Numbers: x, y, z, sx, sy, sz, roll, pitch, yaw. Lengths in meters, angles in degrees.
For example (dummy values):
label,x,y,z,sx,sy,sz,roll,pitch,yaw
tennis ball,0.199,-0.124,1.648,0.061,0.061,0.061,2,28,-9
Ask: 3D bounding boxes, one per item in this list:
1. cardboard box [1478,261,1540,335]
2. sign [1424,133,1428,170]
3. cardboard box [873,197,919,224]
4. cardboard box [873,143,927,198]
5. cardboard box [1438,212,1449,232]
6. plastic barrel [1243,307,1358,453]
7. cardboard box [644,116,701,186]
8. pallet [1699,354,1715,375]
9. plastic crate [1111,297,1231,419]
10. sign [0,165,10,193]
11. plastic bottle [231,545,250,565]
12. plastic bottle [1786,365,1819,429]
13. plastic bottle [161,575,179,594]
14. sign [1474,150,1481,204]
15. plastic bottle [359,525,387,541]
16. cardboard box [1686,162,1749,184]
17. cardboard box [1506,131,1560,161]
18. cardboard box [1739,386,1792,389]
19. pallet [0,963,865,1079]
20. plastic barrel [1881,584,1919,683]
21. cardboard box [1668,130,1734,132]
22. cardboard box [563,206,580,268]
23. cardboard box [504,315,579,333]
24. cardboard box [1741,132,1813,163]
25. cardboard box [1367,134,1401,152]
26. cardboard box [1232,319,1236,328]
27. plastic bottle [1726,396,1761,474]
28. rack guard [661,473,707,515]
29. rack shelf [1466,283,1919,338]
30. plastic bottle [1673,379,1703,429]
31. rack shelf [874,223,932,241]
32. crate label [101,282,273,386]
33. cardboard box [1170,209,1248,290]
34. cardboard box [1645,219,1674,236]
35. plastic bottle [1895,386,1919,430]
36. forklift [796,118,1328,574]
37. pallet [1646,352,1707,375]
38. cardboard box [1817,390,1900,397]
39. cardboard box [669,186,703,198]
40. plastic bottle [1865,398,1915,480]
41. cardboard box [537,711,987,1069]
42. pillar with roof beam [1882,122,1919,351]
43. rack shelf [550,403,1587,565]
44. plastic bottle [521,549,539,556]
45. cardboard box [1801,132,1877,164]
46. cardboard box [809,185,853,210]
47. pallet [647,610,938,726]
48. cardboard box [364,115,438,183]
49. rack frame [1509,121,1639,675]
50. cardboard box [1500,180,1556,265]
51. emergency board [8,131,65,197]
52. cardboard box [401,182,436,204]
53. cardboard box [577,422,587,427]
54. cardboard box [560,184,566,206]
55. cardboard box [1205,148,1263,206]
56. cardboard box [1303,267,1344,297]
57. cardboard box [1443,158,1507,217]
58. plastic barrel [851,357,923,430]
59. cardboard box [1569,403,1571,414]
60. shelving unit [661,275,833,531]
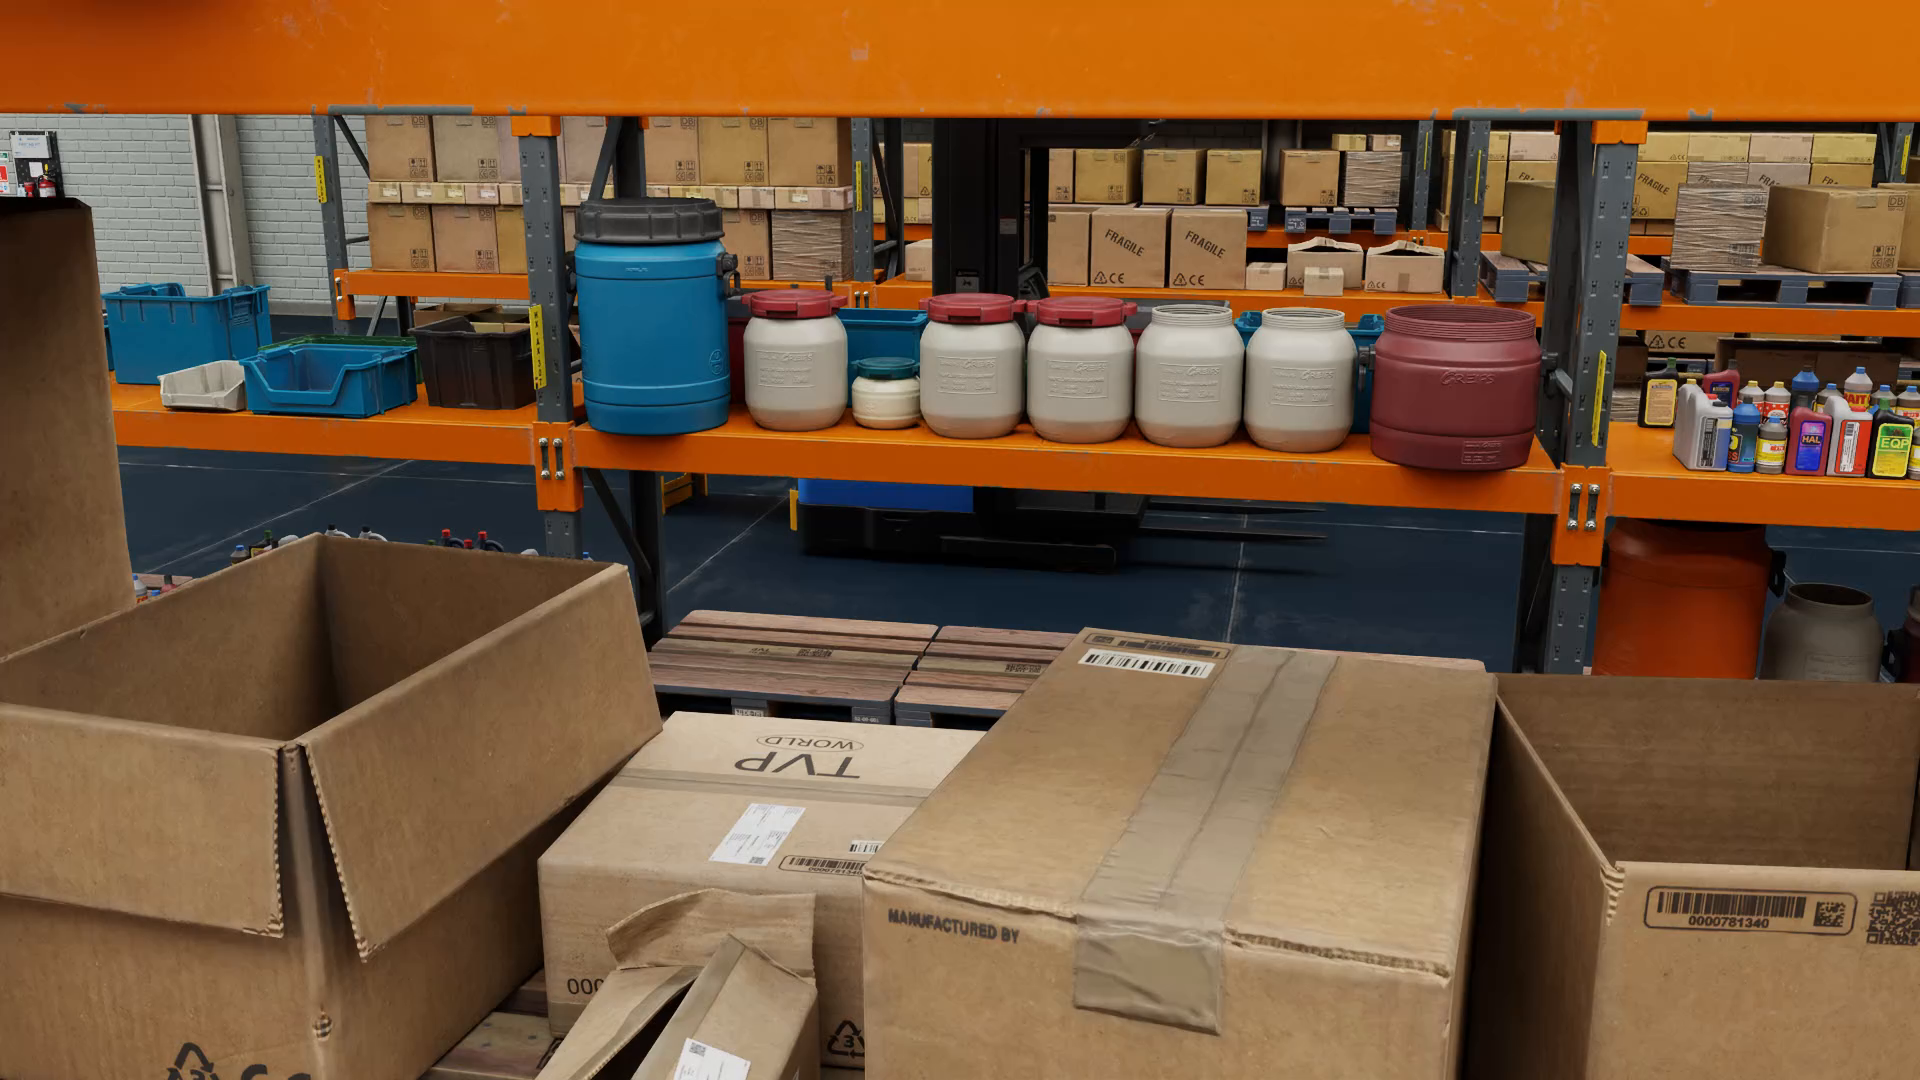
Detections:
label,x,y,z,sx,sy,sz,roll,pitch,yaw
cardboard box,5.026,-2.250,15.737,0.750,0.750,0.750,3,16,10
sign,4.233,-3.535,15.113,0.005,0.325,0.100,3,16,11
cardboard box,-0.599,-3.282,16.465,0.500,0.250,0.500,3,16,11
cardboard box,-0.603,-3.638,16.345,0.500,0.500,0.500,3,16,11
cardboard box,4.608,-2.968,15.520,0.250,0.149,0.380,3,16,10
plastic barrel,1.307,-0.618,6.396,0.421,0.512,0.421,0,15,0
cardboard box,-1.994,-2.823,11.945,0.500,0.500,0.700,3,16,11
pallet,7.480,-1.622,15.452,1.213,0.211,1.003,3,16,11
plastic crate,0.835,-0.762,7.006,0.583,0.464,0.402,3,16,11
sign,-11.464,-4.306,19.851,0.234,0.329,0.001,3,16,11
plastic bottle,-3.595,0.128,8.327,0.097,0.201,0.097,0,15,0
plastic bottle,3.365,-0.560,6.636,0.097,0.271,0.097,0,15,0
plastic bottle,-3.549,0.301,7.552,0.133,0.283,0.061,3,16,12
sign,3.241,-2.274,10.413,0.005,0.325,0.100,3,16,11
plastic bottle,-2.872,0.102,8.143,0.185,0.351,0.144,3,16,11
cardboard box,6.757,-3.158,14.991,0.500,0.500,0.500,3,16,11
cardboard box,5.252,-3.600,15.182,0.500,0.250,0.500,3,16,10
cardboard box,5.334,-0.826,11.214,0.500,0.500,0.500,3,16,9
pallet,-0.577,0.728,2.104,1.213,0.211,1.003,3,16,11
plastic barrel,3.947,0.476,6.386,0.708,0.588,0.600,3,16,11
cardboard box,6.846,-3.651,15.367,0.500,0.250,0.500,3,16,9
cardboard box,-2.519,-2.225,12.218,0.500,0.500,0.700,4,16,13
cardboard box,-3.027,-1.389,12.348,0.500,0.500,0.500,3,16,11
cardboard box,7.244,-3.495,14.802,0.500,0.250,0.500,3,16,12
cardboard box,3.988,-3.741,15.650,0.250,0.149,0.380,1,16,4
cardboard box,2.642,-2.266,16.412,0.500,0.500,0.700,3,16,11
plastic bottle,2.825,-0.383,5.995,0.097,0.271,0.097,0,15,0
rack guard,-1.822,-0.351,10.793,0.087,0.250,0.587,6,17,21
rack shelf,5.308,-1.408,10.804,4.000,0.370,1.077,3,16,11
plastic bottle,2.948,-0.549,6.727,0.097,0.201,0.097,0,15,0
rack shelf,-1.548,-3.130,17.019,4.000,0.370,1.077,3,16,11
crate label,-3.624,-0.981,7.848,0.616,0.435,0.502,3,16,11
cardboard box,1.701,-1.994,11.385,0.500,0.500,0.500,2,16,8
cardboard box,6.370,-2.873,15.178,0.250,0.149,0.380,4,16,13
plastic bottle,3.747,-0.506,6.571,0.097,0.201,0.097,0,15,0
forklift,0.617,-1.379,9.480,3.031,2.935,1.130,3,16,11
pallet,6.281,-1.686,15.684,1.213,0.211,1.003,3,16,11
cardboard box,5.753,-0.662,10.622,0.500,0.500,0.500,3,16,12
cardboard box,-1.877,-2.448,11.807,0.250,0.149,0.380,3,16,11
plastic bottle,3.293,-0.358,5.884,0.133,0.283,0.061,3,16,11
cardboard box,-0.226,0.451,2.240,0.500,0.250,0.500,3,16,10
pillar with roof beam,8.252,-4.898,10.819,0.400,9.000,9.100,3,16,11
rack shelf,0.398,-0.325,6.895,4.000,0.370,1.077,3,16,11
plastic bottle,-2.109,0.181,7.999,0.135,0.276,0.152,4,16,13
cardboard box,7.743,-3.465,14.695,0.500,0.250,0.500,4,16,12
cardboard box,-0.881,-2.393,11.610,0.250,0.149,0.380,3,16,11
pallet,-0.785,0.597,7.441,1.213,0.211,1.003,3,16,11
cardboard box,-3.984,-2.929,12.330,0.500,0.500,0.700,3,16,11
rack frame,2.358,-0.566,6.415,0.127,3.000,1.000,3,16,11
cardboard box,3.988,-2.108,11.008,0.500,0.500,0.700,-2,16,-8
emergency board,-10.943,-4.232,19.652,0.643,1.169,0.194,3,16,11
cardboard box,-3.890,-2.557,12.201,0.250,0.149,0.380,3,16,10
cardboard box,-2.540,-0.997,12.337,0.500,0.250,0.500,3,16,11
cardboard box,-2.887,-2.502,12.004,0.250,0.149,0.380,3,16,10
cardboard box,2.644,-3.500,15.998,0.500,0.500,0.700,3,16,11
cardboard box,2.412,-1.716,11.037,0.250,0.149,0.380,3,16,11
cardboard box,4.757,-3.266,15.380,0.500,0.500,0.500,4,16,13
plastic barrel,-0.296,-0.601,6.802,0.301,0.262,0.301,0,15,0
cardboard box,3.737,-0.770,11.010,0.500,0.500,0.500,4,16,13
shelving unit,-1.360,-0.904,10.446,1.083,1.500,0.587,6,17,21
